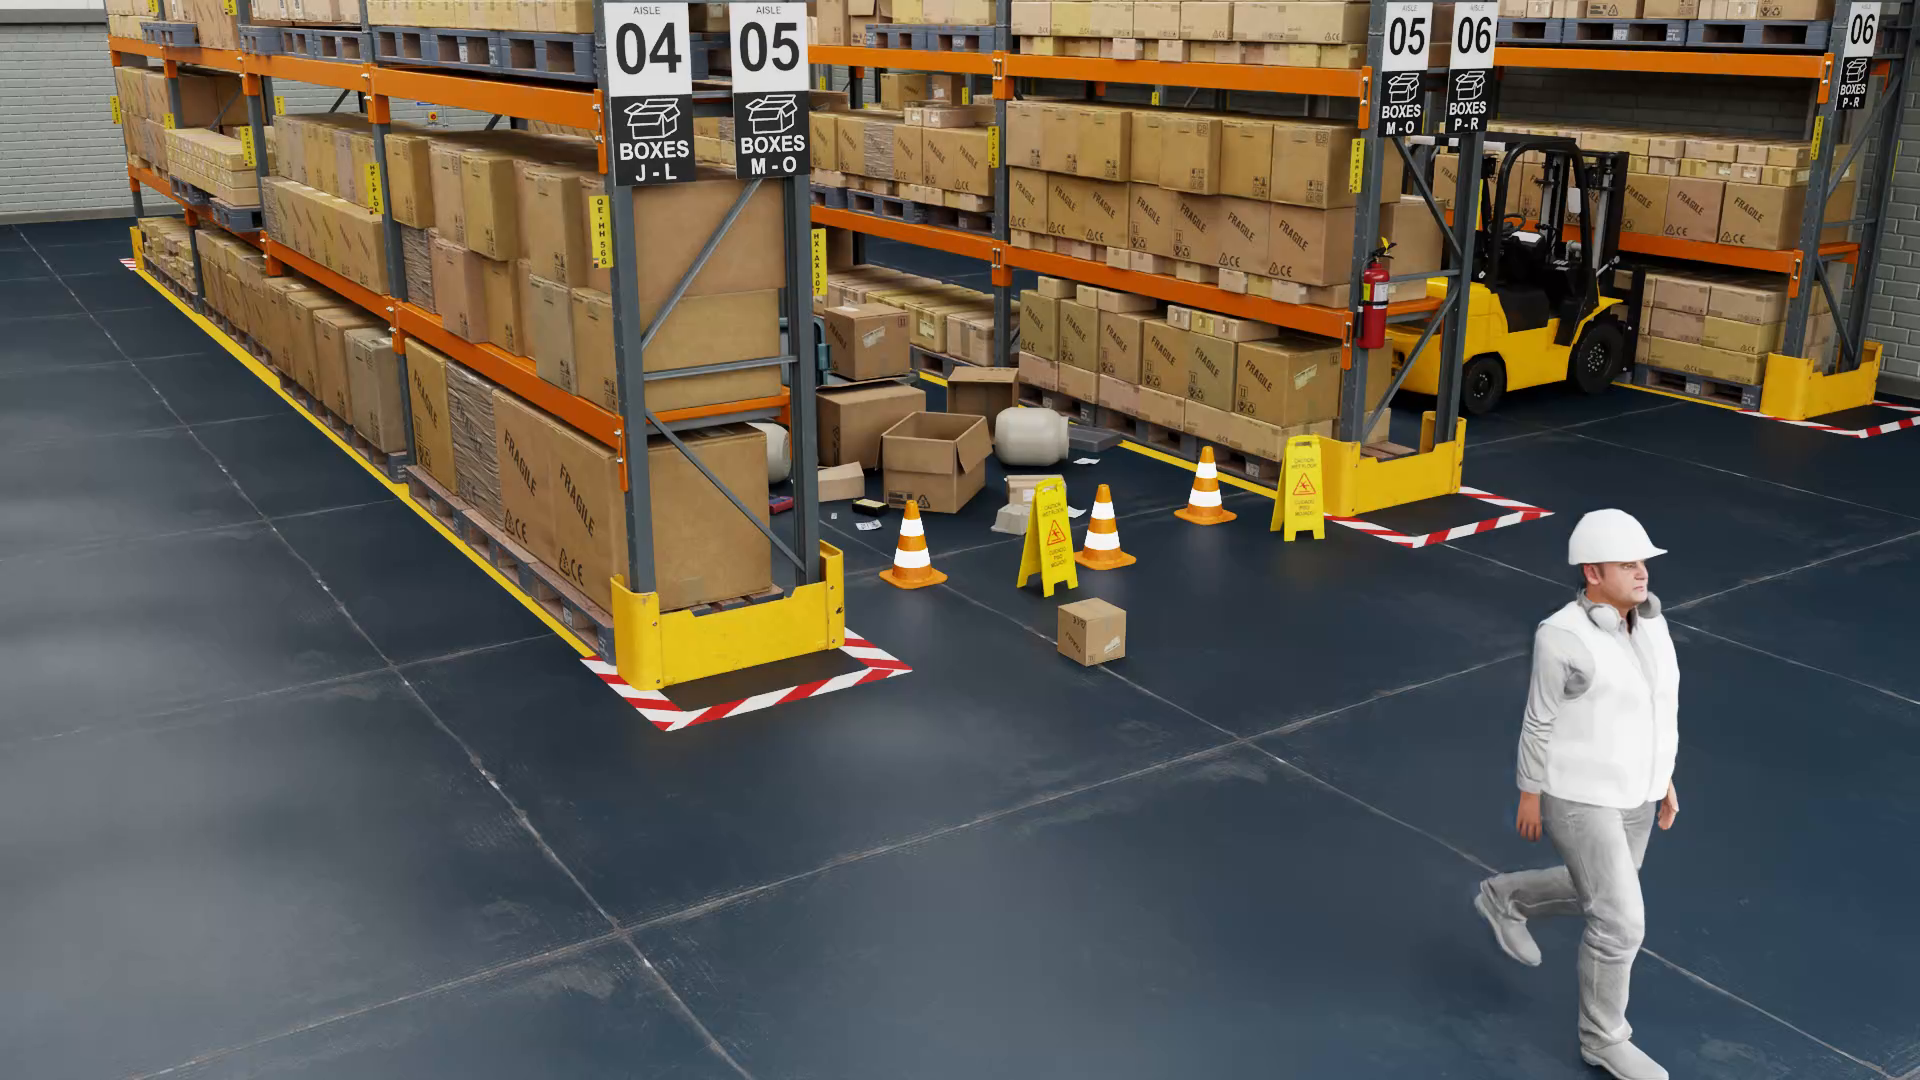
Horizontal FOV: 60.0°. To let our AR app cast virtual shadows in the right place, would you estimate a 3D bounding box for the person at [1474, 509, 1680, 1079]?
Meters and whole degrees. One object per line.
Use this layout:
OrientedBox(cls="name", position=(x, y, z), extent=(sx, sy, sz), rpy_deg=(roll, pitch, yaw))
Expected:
OrientedBox(cls="person", position=(1.989, 0.746, 5.204), extent=(0.538, 1.743, 0.891), rpy_deg=(-11, 21, -31))
